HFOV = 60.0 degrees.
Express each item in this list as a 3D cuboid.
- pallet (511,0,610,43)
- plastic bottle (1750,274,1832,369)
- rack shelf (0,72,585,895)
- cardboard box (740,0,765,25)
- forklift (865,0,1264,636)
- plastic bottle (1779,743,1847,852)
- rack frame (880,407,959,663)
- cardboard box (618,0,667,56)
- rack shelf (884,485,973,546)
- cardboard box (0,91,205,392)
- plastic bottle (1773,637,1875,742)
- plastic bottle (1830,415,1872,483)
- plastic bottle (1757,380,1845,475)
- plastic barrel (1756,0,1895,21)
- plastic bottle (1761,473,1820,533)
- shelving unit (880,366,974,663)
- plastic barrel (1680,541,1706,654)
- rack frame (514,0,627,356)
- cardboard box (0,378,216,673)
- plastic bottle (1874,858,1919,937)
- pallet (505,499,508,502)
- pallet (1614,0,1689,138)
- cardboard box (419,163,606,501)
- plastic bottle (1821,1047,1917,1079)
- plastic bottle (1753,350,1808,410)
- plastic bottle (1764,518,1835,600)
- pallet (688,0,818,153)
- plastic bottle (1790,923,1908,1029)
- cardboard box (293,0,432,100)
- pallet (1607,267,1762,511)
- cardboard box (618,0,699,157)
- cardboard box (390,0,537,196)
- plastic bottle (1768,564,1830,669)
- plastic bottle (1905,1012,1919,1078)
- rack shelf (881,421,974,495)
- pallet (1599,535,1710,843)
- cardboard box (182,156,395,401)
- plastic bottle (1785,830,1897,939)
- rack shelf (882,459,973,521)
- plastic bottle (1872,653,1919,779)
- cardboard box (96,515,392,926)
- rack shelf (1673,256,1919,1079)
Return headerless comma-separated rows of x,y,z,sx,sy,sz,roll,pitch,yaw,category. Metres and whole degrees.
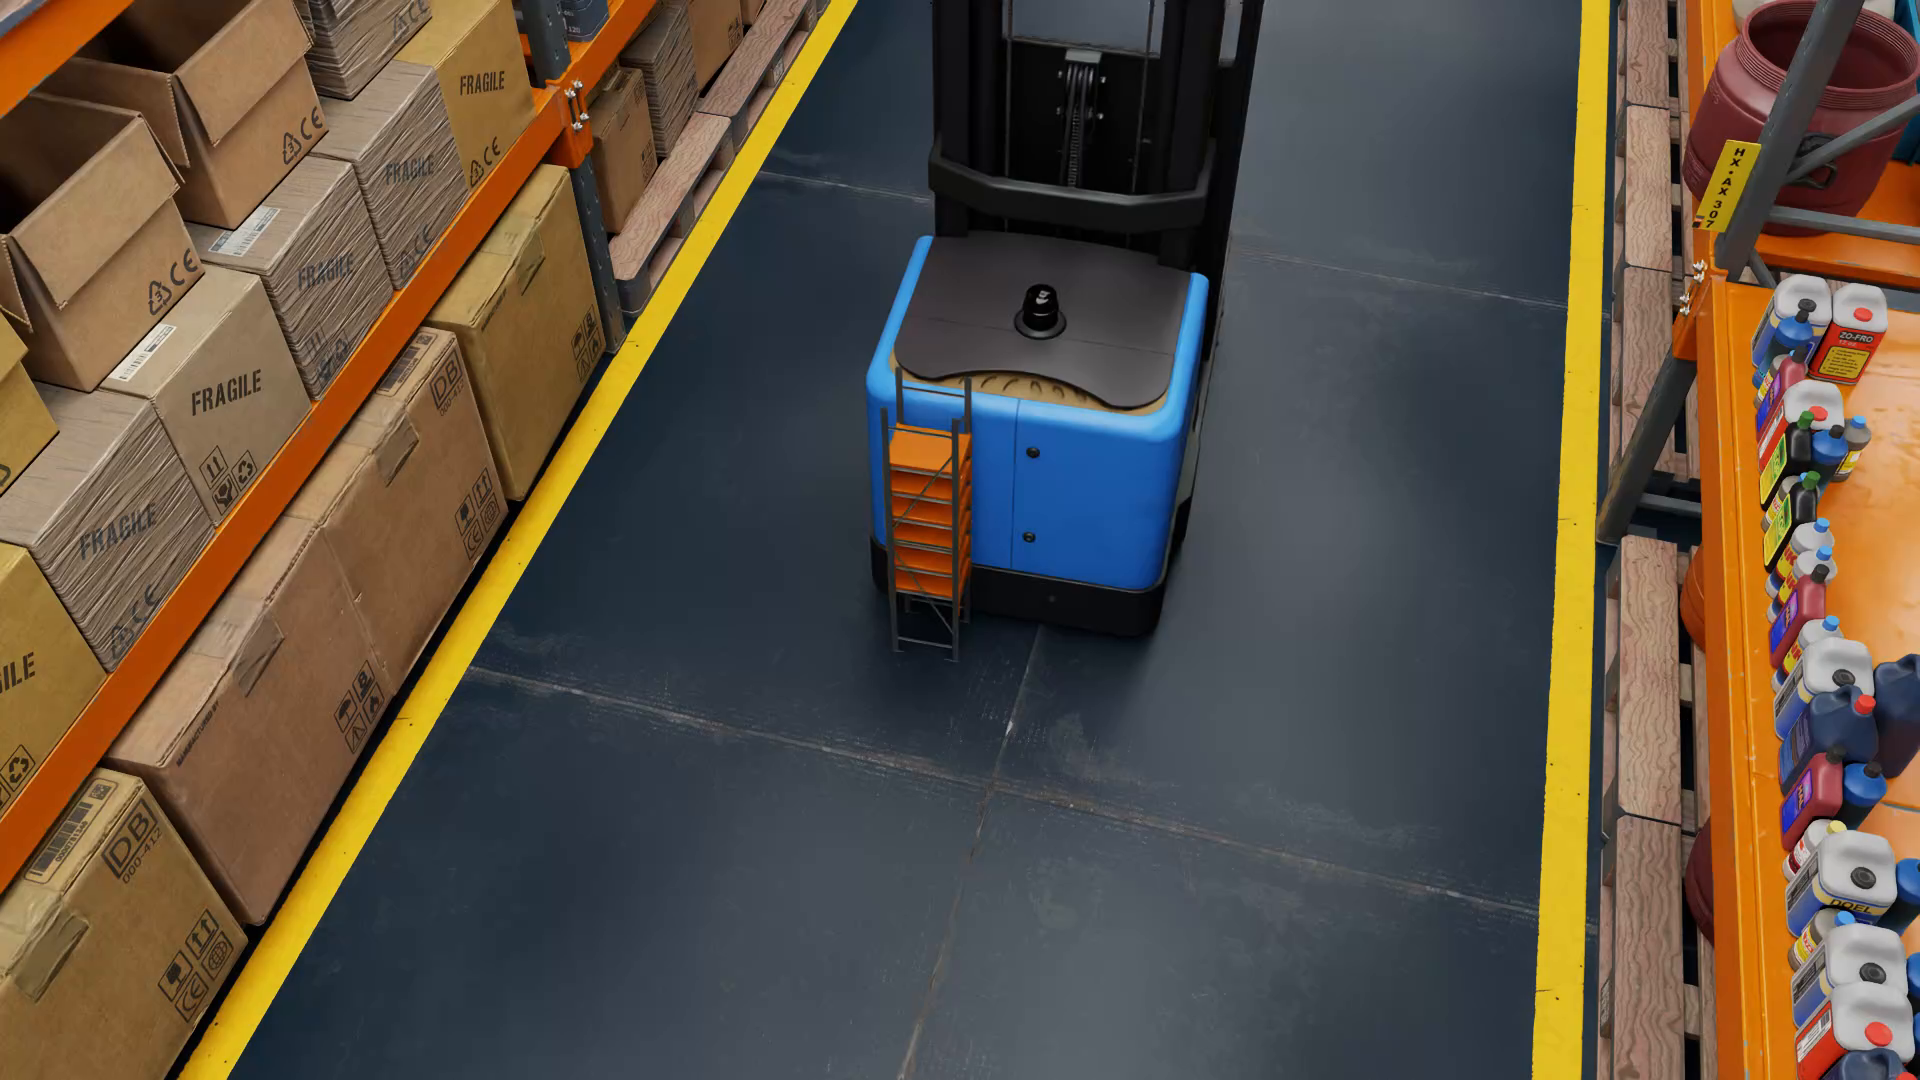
-1.815,-2.374,6.473,1.213,0.211,1.003,12,50,10,pallet
2.453,-0.634,4.891,0.152,0.276,0.135,12,50,10,plastic bottle
-2.426,-0.217,4.920,1.077,0.370,4.000,12,50,10,rack shelf
-1.320,-2.927,8.206,0.700,0.500,0.500,8,49,7,cardboard box
0.501,-1.761,5.850,1.130,2.935,3.031,9,49,8,forklift
1.960,0.589,3.808,0.061,0.283,0.133,12,50,10,plastic bottle
-0.122,0.017,5.435,0.240,1.200,0.006,9,49,8,rack frame
-1.622,-2.344,7.192,0.500,0.250,0.500,17,51,14,cardboard box
-0.102,-0.100,5.437,0.258,0.103,0.180,9,49,8,rack shelf
-2.452,-0.783,4.205,0.797,0.503,0.637,13,50,11,cardboard box
2.088,0.370,4.006,0.152,0.276,0.135,12,50,10,plastic bottle
2.456,-0.263,4.614,0.097,0.201,0.097,0,49,0,plastic bottle
2.331,-0.299,4.596,0.152,0.276,0.135,12,50,10,plastic bottle
2.943,-1.747,5.717,0.421,0.512,0.421,0,49,0,plastic barrel
2.239,-0.099,4.469,0.097,0.201,0.097,0,49,0,plastic bottle
-0.102,-0.050,5.494,0.258,1.200,0.189,9,49,8,shelving unit
2.766,0.013,5.406,0.600,0.830,0.708,12,50,10,plastic barrel
-1.900,-1.901,5.927,1.000,3.000,0.127,12,50,10,rack frame
-2.327,-0.050,4.227,0.500,0.500,0.500,11,49,9,cardboard box
2.068,0.780,3.647,0.097,0.271,0.097,0,49,0,plastic bottle
-2.180,-0.423,6.483,1.003,0.211,1.213,12,50,10,pallet
3.762,-2.319,8.156,1.003,0.211,1.213,12,50,10,pallet
-2.101,-0.842,6.130,1.225,0.875,0.875,9,49,8,cardboard box
1.801,1.123,3.291,0.144,0.351,0.185,12,50,10,plastic bottle
2.370,-0.460,4.788,0.097,0.201,0.097,0,49,0,plastic bottle
2.178,0.045,4.296,0.097,0.271,0.097,0,49,0,plastic bottle
-1.370,-2.423,8.248,1.003,0.211,1.213,12,50,10,pallet
1.882,0.935,3.507,0.152,0.276,0.135,12,50,10,plastic bottle
-2.108,-1.741,5.050,0.797,0.503,0.637,13,50,11,cardboard box
3.120,-0.554,6.598,1.003,0.211,1.213,12,50,10,pallet
-1.609,-2.112,7.487,0.700,0.500,0.500,8,49,7,cardboard box
-1.790,-1.528,5.532,0.500,0.500,0.500,13,50,11,cardboard box
2.105,0.191,4.159,0.061,0.283,0.133,12,50,10,plastic bottle
1.972,1.045,3.413,0.097,0.271,0.097,0,49,0,plastic bottle
-0.102,-0.259,5.258,0.258,0.103,0.180,9,49,8,rack shelf
2.711,0.577,5.600,1.003,0.211,1.213,12,50,10,pallet
-2.061,-0.793,4.882,0.500,0.500,0.500,10,49,9,cardboard box
1.943,0.768,3.655,0.152,0.276,0.135,12,50,10,plastic bottle
-0.102,-0.180,5.348,0.258,0.103,0.180,9,49,8,rack shelf
2.224,0.392,3.936,0.144,0.351,0.185,12,50,10,plastic bottle
-2.569,0.443,4.996,1.225,0.875,0.875,10,49,9,cardboard box
2.352,0.761,4.058,1.077,0.370,4.000,12,50,10,rack shelf
